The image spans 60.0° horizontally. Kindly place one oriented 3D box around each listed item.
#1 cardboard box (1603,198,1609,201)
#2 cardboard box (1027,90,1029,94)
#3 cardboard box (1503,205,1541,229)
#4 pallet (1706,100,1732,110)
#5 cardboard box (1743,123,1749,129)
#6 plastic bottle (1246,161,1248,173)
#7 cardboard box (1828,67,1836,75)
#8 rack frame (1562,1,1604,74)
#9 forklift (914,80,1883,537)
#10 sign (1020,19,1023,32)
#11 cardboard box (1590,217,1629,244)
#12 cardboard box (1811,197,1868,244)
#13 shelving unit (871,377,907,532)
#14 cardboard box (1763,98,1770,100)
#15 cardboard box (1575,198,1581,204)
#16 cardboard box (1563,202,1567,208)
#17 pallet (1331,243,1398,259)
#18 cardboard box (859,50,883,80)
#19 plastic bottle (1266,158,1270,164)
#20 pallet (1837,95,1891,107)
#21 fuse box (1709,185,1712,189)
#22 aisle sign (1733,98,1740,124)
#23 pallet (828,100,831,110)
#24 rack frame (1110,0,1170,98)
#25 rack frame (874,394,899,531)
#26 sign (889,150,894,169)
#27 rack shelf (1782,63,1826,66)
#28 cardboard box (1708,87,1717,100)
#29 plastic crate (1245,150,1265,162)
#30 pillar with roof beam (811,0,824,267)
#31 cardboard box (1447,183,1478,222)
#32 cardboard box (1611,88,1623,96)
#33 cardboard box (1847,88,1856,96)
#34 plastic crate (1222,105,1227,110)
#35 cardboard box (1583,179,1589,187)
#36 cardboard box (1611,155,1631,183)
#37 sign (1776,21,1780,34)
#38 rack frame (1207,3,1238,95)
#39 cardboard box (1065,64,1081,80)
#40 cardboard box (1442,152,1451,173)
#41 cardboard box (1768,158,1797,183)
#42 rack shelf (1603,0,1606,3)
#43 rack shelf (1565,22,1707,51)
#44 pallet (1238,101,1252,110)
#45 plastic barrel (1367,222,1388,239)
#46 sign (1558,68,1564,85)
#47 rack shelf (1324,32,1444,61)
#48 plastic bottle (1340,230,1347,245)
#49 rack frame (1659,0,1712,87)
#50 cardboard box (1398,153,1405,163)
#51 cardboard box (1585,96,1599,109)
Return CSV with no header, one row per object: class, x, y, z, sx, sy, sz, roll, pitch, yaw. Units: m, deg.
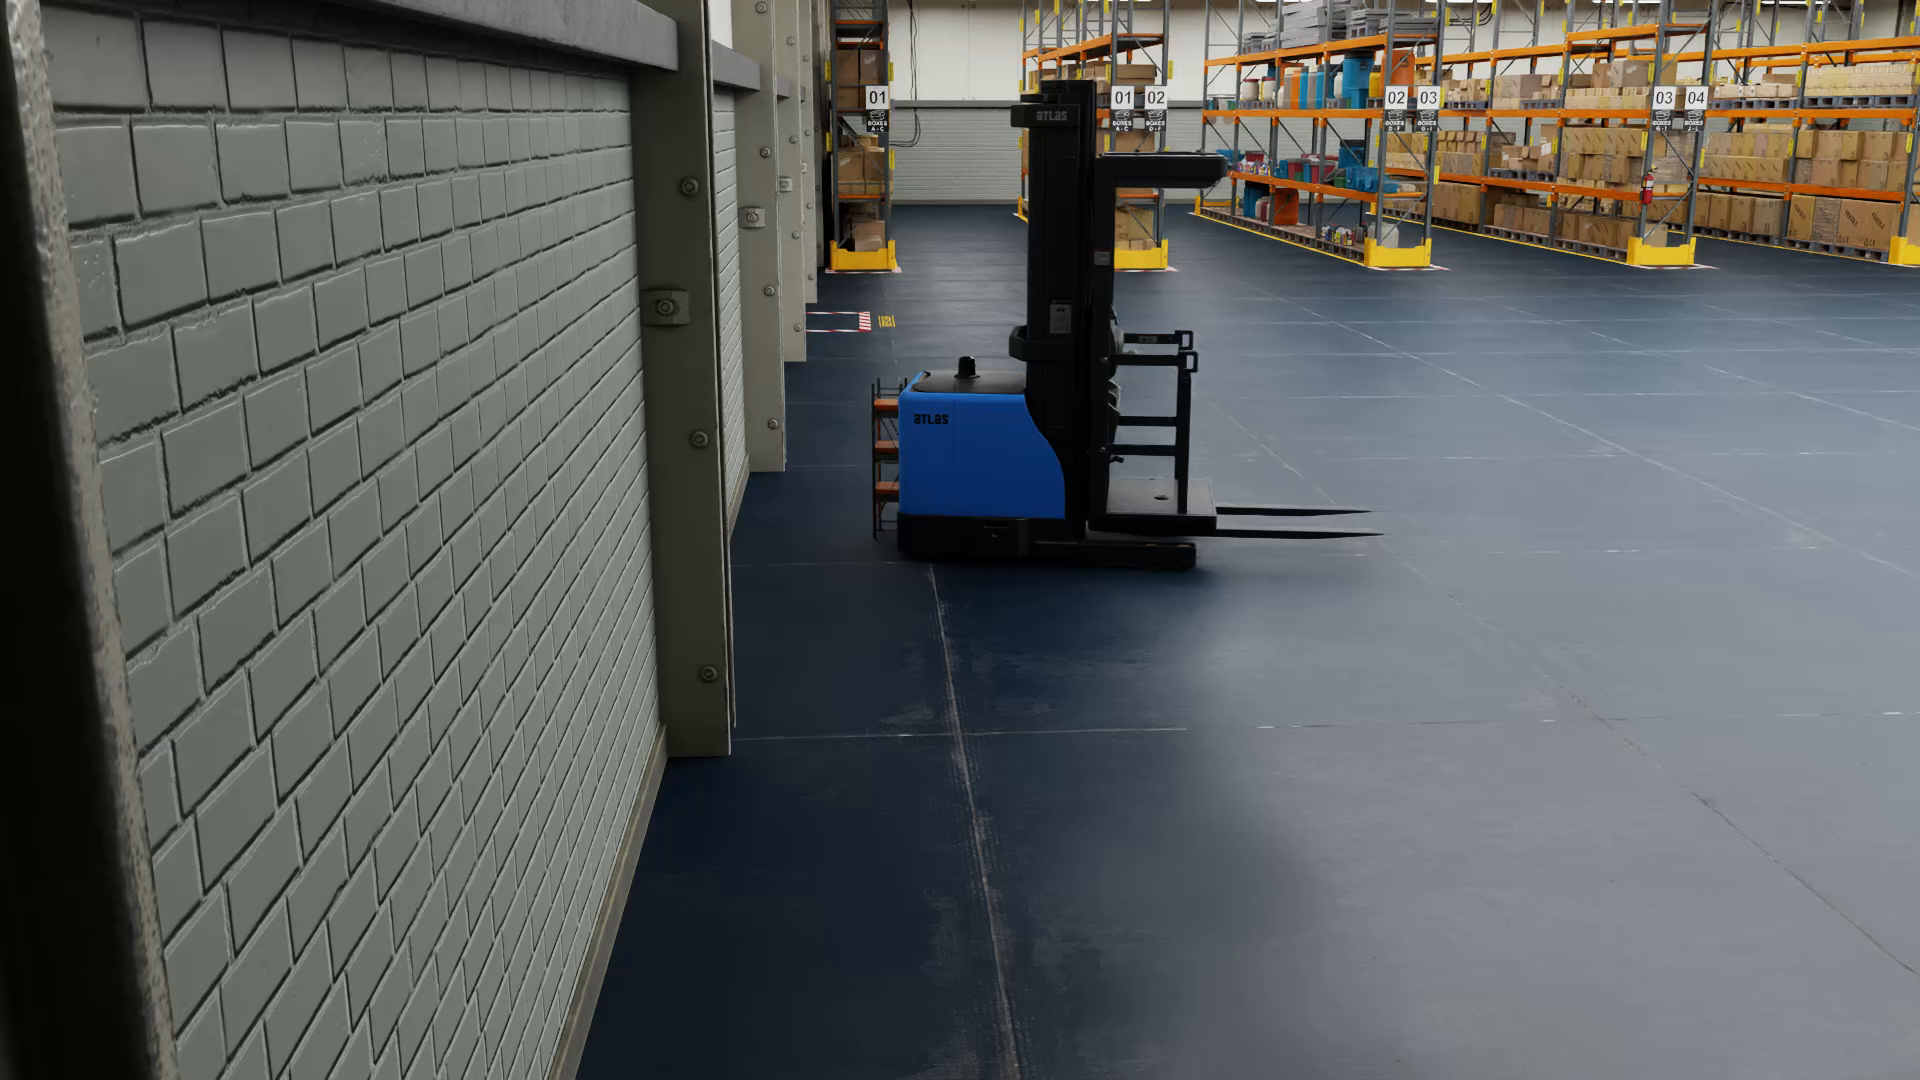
cardboard box,16.945,-8.881,43.208,0.380,0.149,0.250,-1,14,-3
cardboard box,2.024,-11.656,43.585,0.500,0.250,0.500,-1,14,-3
cardboard box,12.682,-7.275,37.414,0.700,0.500,0.500,-2,15,-8
pallet,17.623,-9.830,37.570,1.213,0.211,1.003,0,14,-1
cardboard box,21.704,-11.343,45.582,0.380,0.149,0.250,0,14,-2
plastic bottle,7.034,-9.120,40.685,0.061,0.283,0.133,-1,14,-3
cardboard box,17.510,-9.317,33.058,0.380,0.149,0.250,-1,14,-4
rack frame,17.035,-13.523,45.525,1.000,3.000,0.127,-1,14,-3
forklift,14.190,-6.824,31.215,24.390,3.159,46.598,2,15,6
sign,1.649,-13.802,44.575,0.100,0.325,0.005,-1,14,-3
cardboard box,12.966,-6.179,33.195,0.500,0.500,0.500,-2,15,-8
cardboard box,17.807,-6.426,33.402,0.875,0.875,0.875,-1,14,-3
shelving unit,-0.460,-0.532,10.987,0.215,1.050,0.249,2,15,6
cardboard box,22.012,-12.007,44.790,0.500,0.311,0.500,-1,14,-2
cardboard box,16.894,-9.191,45.012,0.380,0.149,0.250,-2,15,-6
cardboard box,16.846,-9.241,45.801,0.380,0.149,0.250,-1,14,-4
pallet,7.957,-5.683,32.690,1.003,0.211,1.213,-1,14,-3
cardboard box,-1.544,-8.452,29.589,0.500,0.500,0.500,-2,15,-7
plastic bottle,7.622,-9.245,41.037,0.144,0.351,0.185,-1,14,-3
pallet,17.891,-8.536,32.343,1.003,0.211,1.213,-1,14,-3
fuse box,23.702,-11.493,52.262,0.539,1.711,0.414,-1,14,-3
aisle sign,21.675,-11.991,46.395,0.394,0.787,0.004,-1,14,-3
pallet,-2.350,-9.868,37.717,1.213,0.211,1.003,0,14,-1
rack frame,3.182,-9.340,29.268,1.000,3.000,0.127,-1,14,-3
rack frame,-0.473,-0.501,10.868,0.190,0.915,0.003,2,15,6
sign,-1.220,-6.785,29.640,0.100,0.325,0.005,-1,14,-3
rack shelf,22.093,-12.680,44.101,0.919,0.124,3.809,-1,14,-3
cardboard box,17.242,-10.267,38.690,0.500,0.500,0.500,-1,14,-3
plastic crate,7.578,-9.781,42.771,0.402,0.464,0.583,-1,14,-3
pillar with roof beam,1.628,-9.490,29.851,9.100,9.000,0.400,-1,14,-3
cardboard box,12.504,-8.145,40.082,1.225,0.875,0.875,-1,14,-3
cardboard box,12.667,-8.548,31.710,0.380,0.149,0.250,-2,15,-6
cardboard box,17.556,-8.742,32.423,0.380,0.149,0.250,-1,14,-3
plastic crate,6.924,-11.130,42.774,0.293,0.136,0.466,-1,14,-3
cardboard box,12.637,-7.091,33.072,0.380,0.149,0.250,-1,14,-3
cardboard box,12.912,-7.039,31.567,0.875,0.500,0.500,-1,14,-3
sign,22.512,-14.120,45.812,0.100,0.325,0.005,-1,14,-3
rack frame,7.138,-13.395,45.028,0.949,2.616,0.053,-1,14,-3
cardboard box,2.666,-10.518,37.660,0.500,0.500,0.500,-1,14,-3
cardboard box,12.168,-9.252,40.764,0.500,0.500,0.500,-1,14,-5
cardboard box,22.396,-9.111,40.217,11.021,0.500,10.274,-1,14,-4
rack shelf,17.159,-14.287,43.267,1.077,0.370,4.000,-1,14,-3
rack shelf,12.946,-9.640,31.883,1.077,0.370,4.000,-1,14,-3
pallet,7.529,-10.663,40.807,1.213,0.211,1.003,-1,14,-3
plastic barrel,7.978,-5.796,31.683,0.421,0.512,0.421,0,14,0
sign,12.268,-9.466,33.949,0.100,0.325,0.005,-1,14,-3
rack shelf,8.002,-9.371,31.635,1.077,0.370,4.000,-1,14,-3
plastic bottle,7.578,-5.952,32.723,0.152,0.276,0.135,-1,14,-5
rack frame,13.073,-9.492,29.859,0.949,2.616,0.053,-1,14,-3
cardboard box,11.942,-10.130,44.082,0.500,0.250,0.500,-1,14,-5
cardboard box,12.652,-8.591,32.676,0.500,0.250,0.500,-1,15,-6
